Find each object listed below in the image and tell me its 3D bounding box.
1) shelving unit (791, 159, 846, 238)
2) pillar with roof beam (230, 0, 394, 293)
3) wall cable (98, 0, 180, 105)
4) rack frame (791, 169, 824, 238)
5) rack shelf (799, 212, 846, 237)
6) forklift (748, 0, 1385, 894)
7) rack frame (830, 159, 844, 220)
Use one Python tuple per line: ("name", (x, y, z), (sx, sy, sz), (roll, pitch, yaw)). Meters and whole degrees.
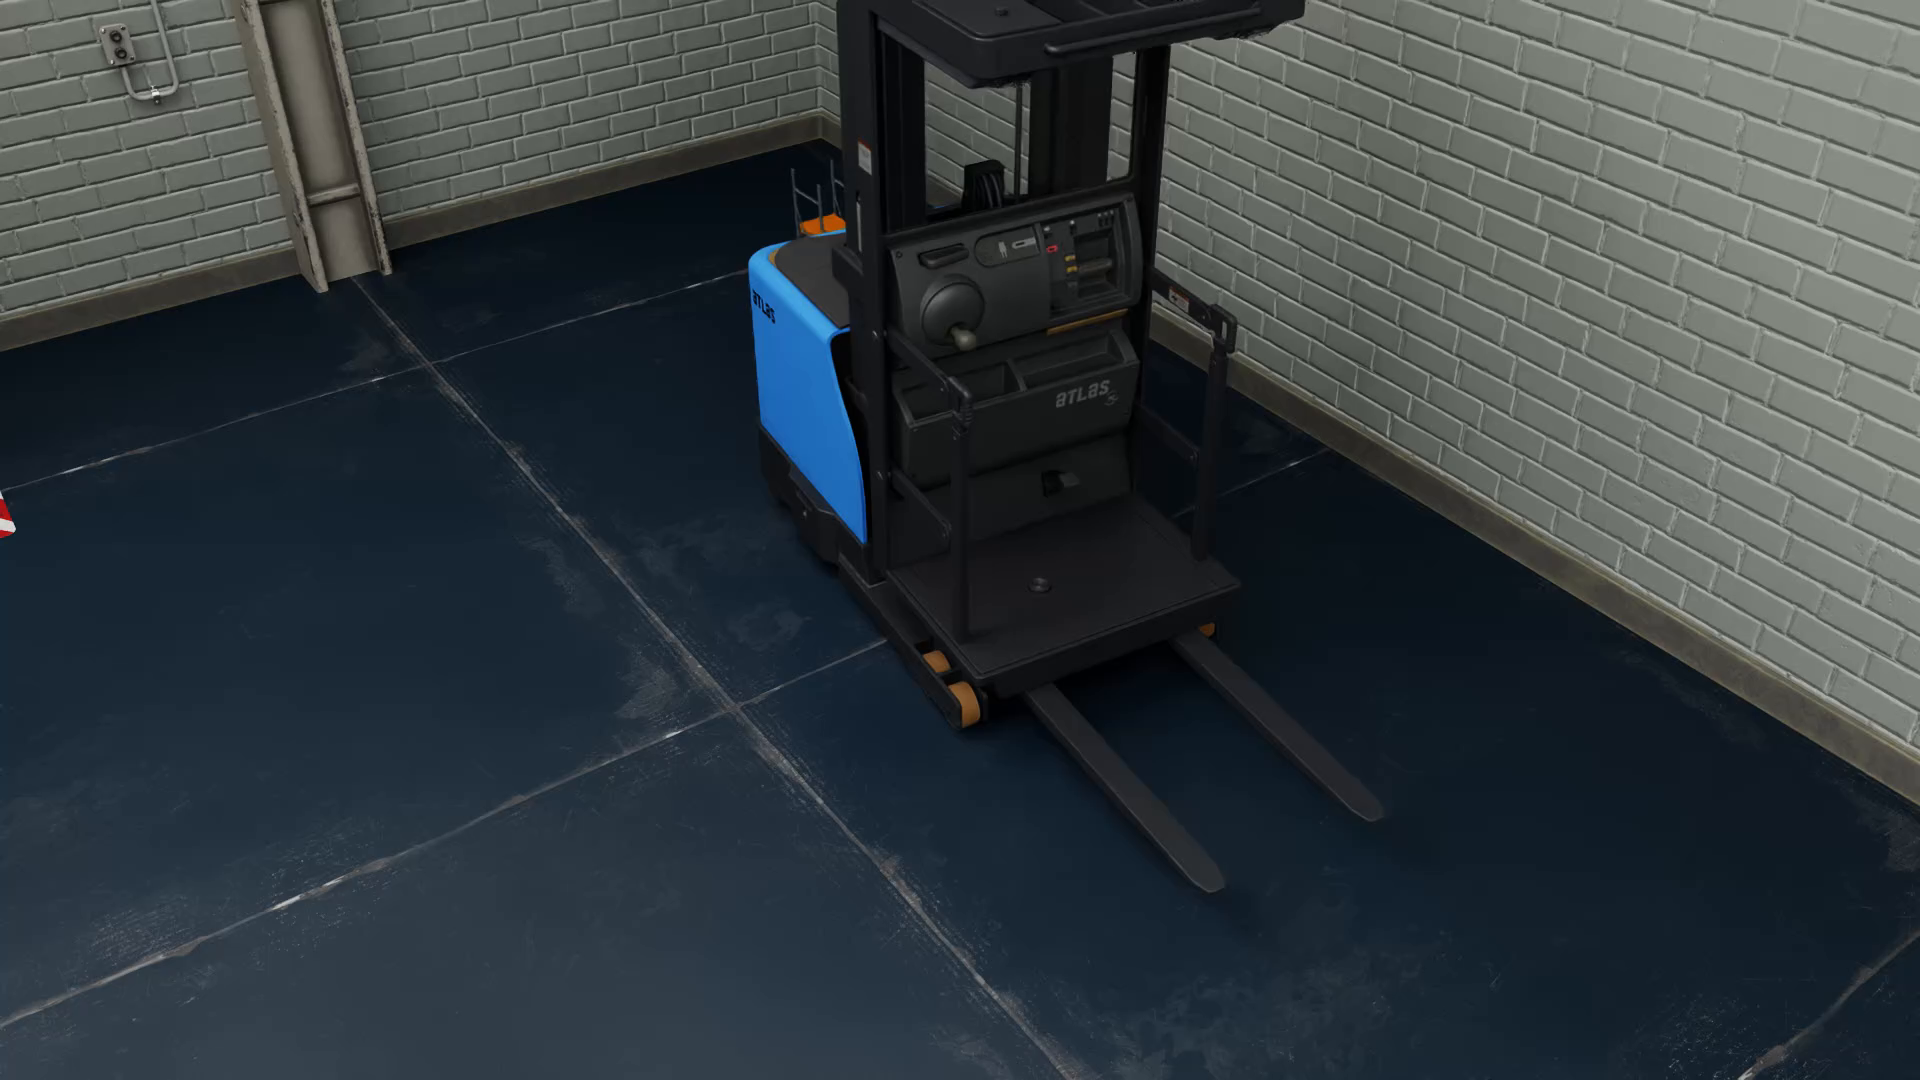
("shelving unit", (-0.531, -0.995, 7.094), (0.189, 1.200, 0.258), (-21, 38, -26))
("pillar with roof beam", (-0.730, -3.002, 3.217), (0.400, 9.000, 9.100), (-22, 41, -28))
("wall cable", (-4.416, -2.595, 6.919), (1.851, 1.984, 0.084), (-22, 41, -28))
("rack frame", (-0.608, -0.966, 7.053), (0.006, 1.200, 0.240), (-21, 38, -26))
("rack shelf", (-0.540, -1.259, 6.921), (0.180, 0.103, 0.258), (-21, 38, -26))
("forklift", (0.306, -0.833, 5.397), (1.130, 2.935, 3.031), (-18, 39, -23))
("rack frame", (-0.455, -1.024, 7.134), (0.006, 1.200, 0.240), (-21, 38, -26))
